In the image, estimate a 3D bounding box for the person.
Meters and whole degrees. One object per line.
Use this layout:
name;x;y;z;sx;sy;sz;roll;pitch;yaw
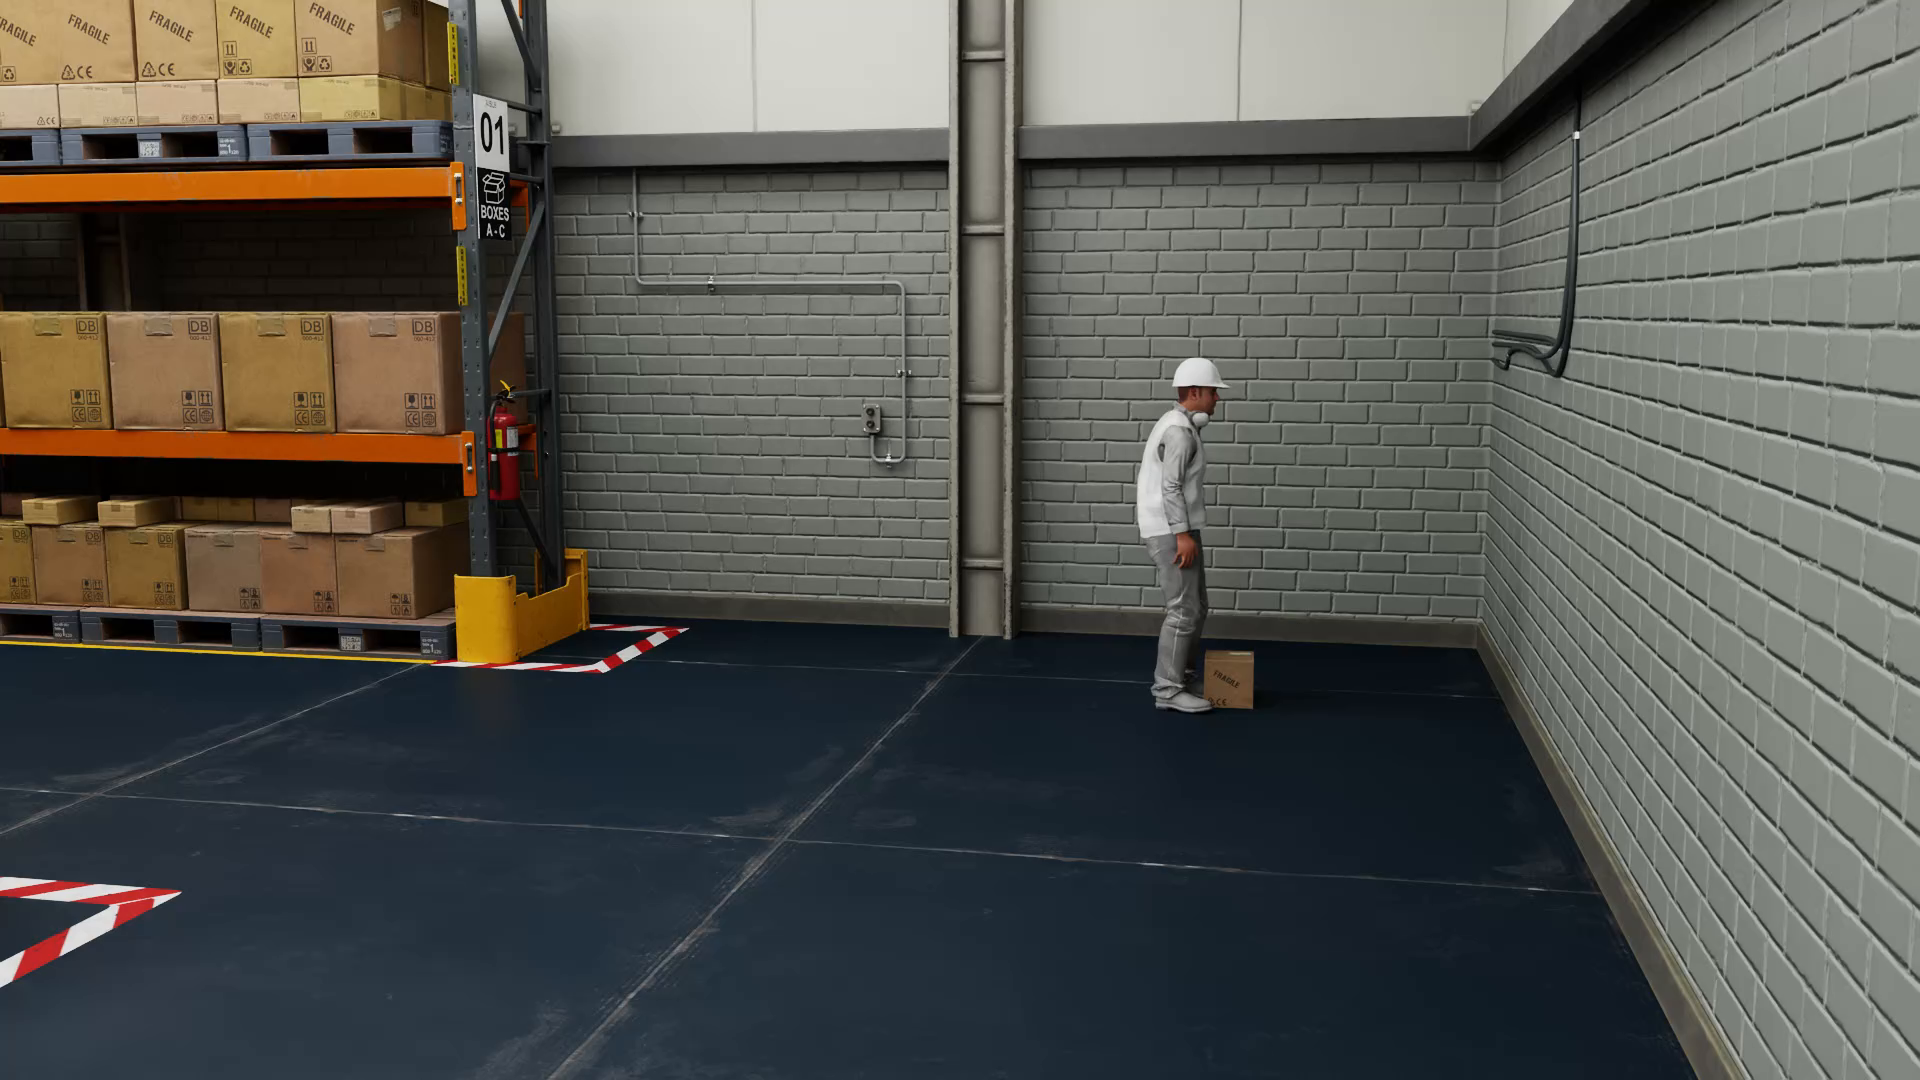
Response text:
person;1.136;-0.041;8.511;0.464;1.771;0.581;2;8;11
